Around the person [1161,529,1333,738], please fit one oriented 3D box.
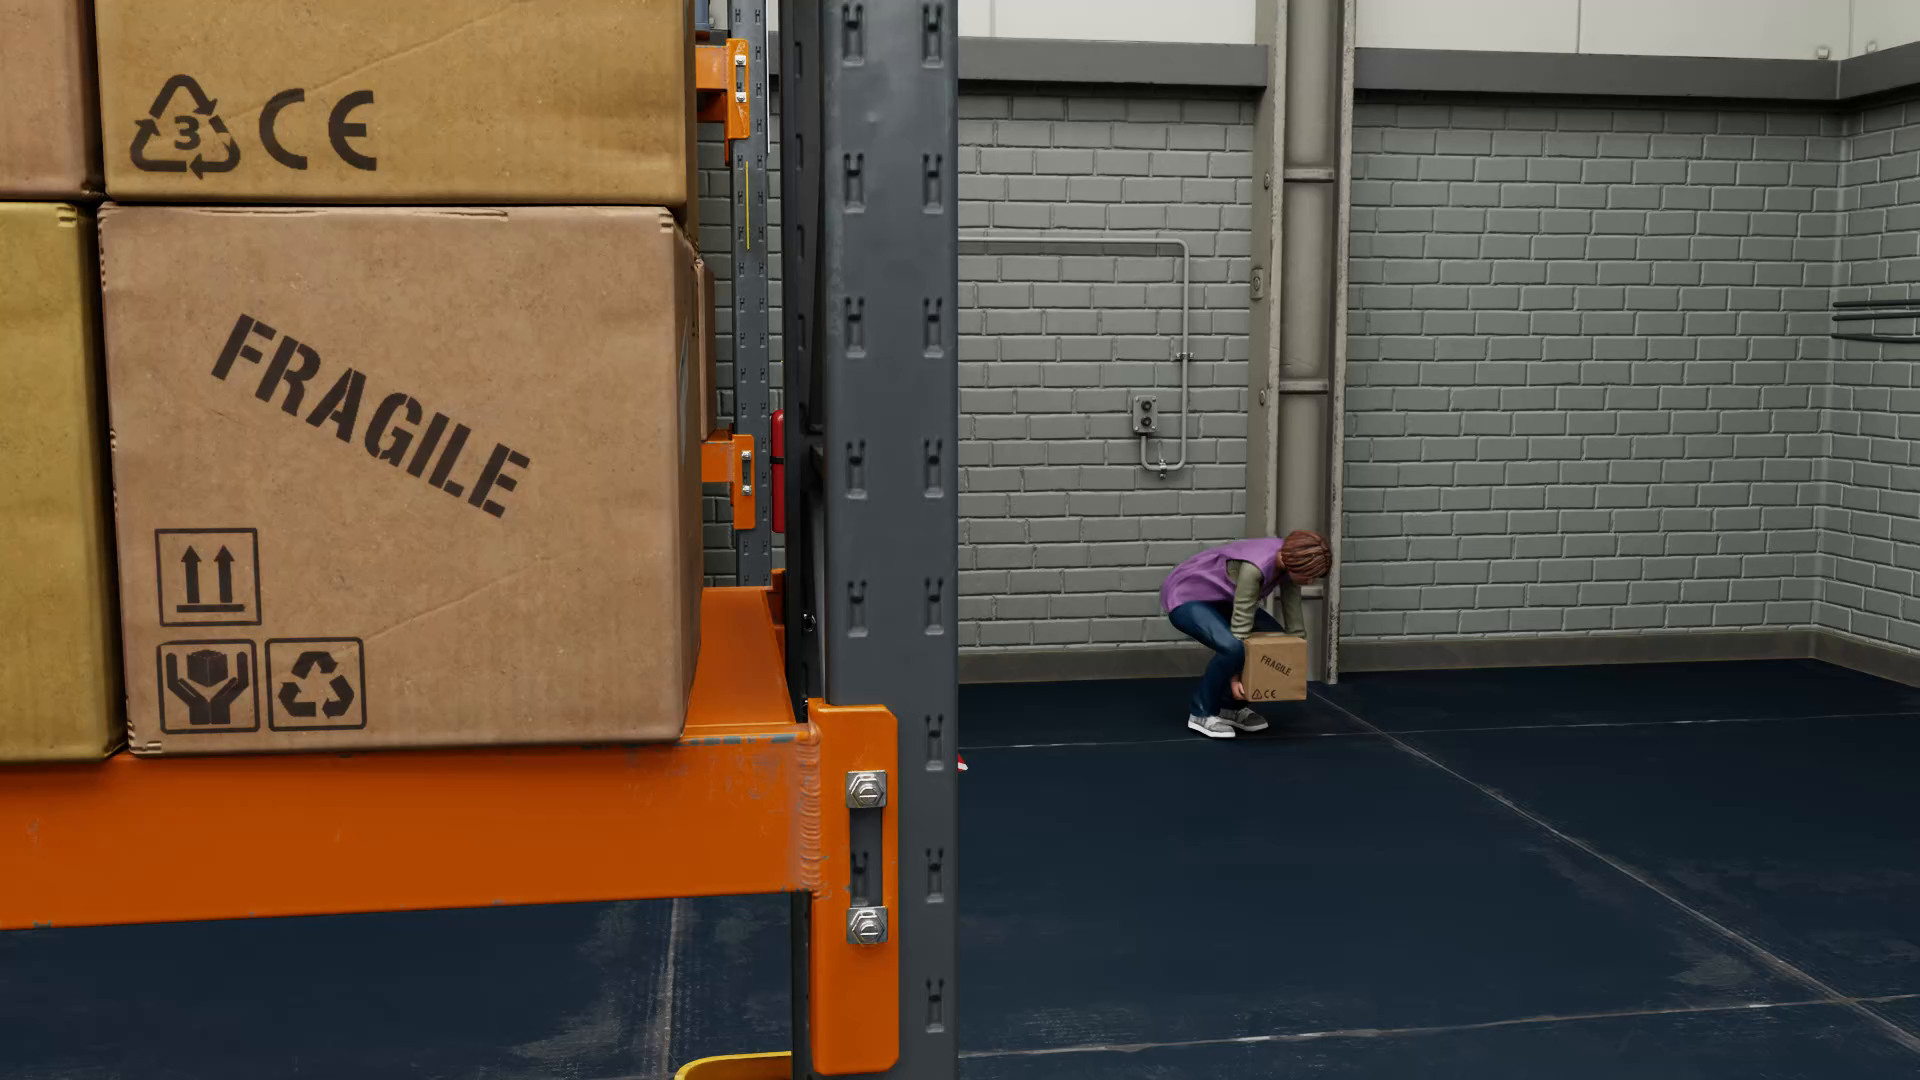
[{"bbox_3d":[1.226,0.391,7.125,0.426,0.918,0.830,-5,9,-39],"label":"person"}]
